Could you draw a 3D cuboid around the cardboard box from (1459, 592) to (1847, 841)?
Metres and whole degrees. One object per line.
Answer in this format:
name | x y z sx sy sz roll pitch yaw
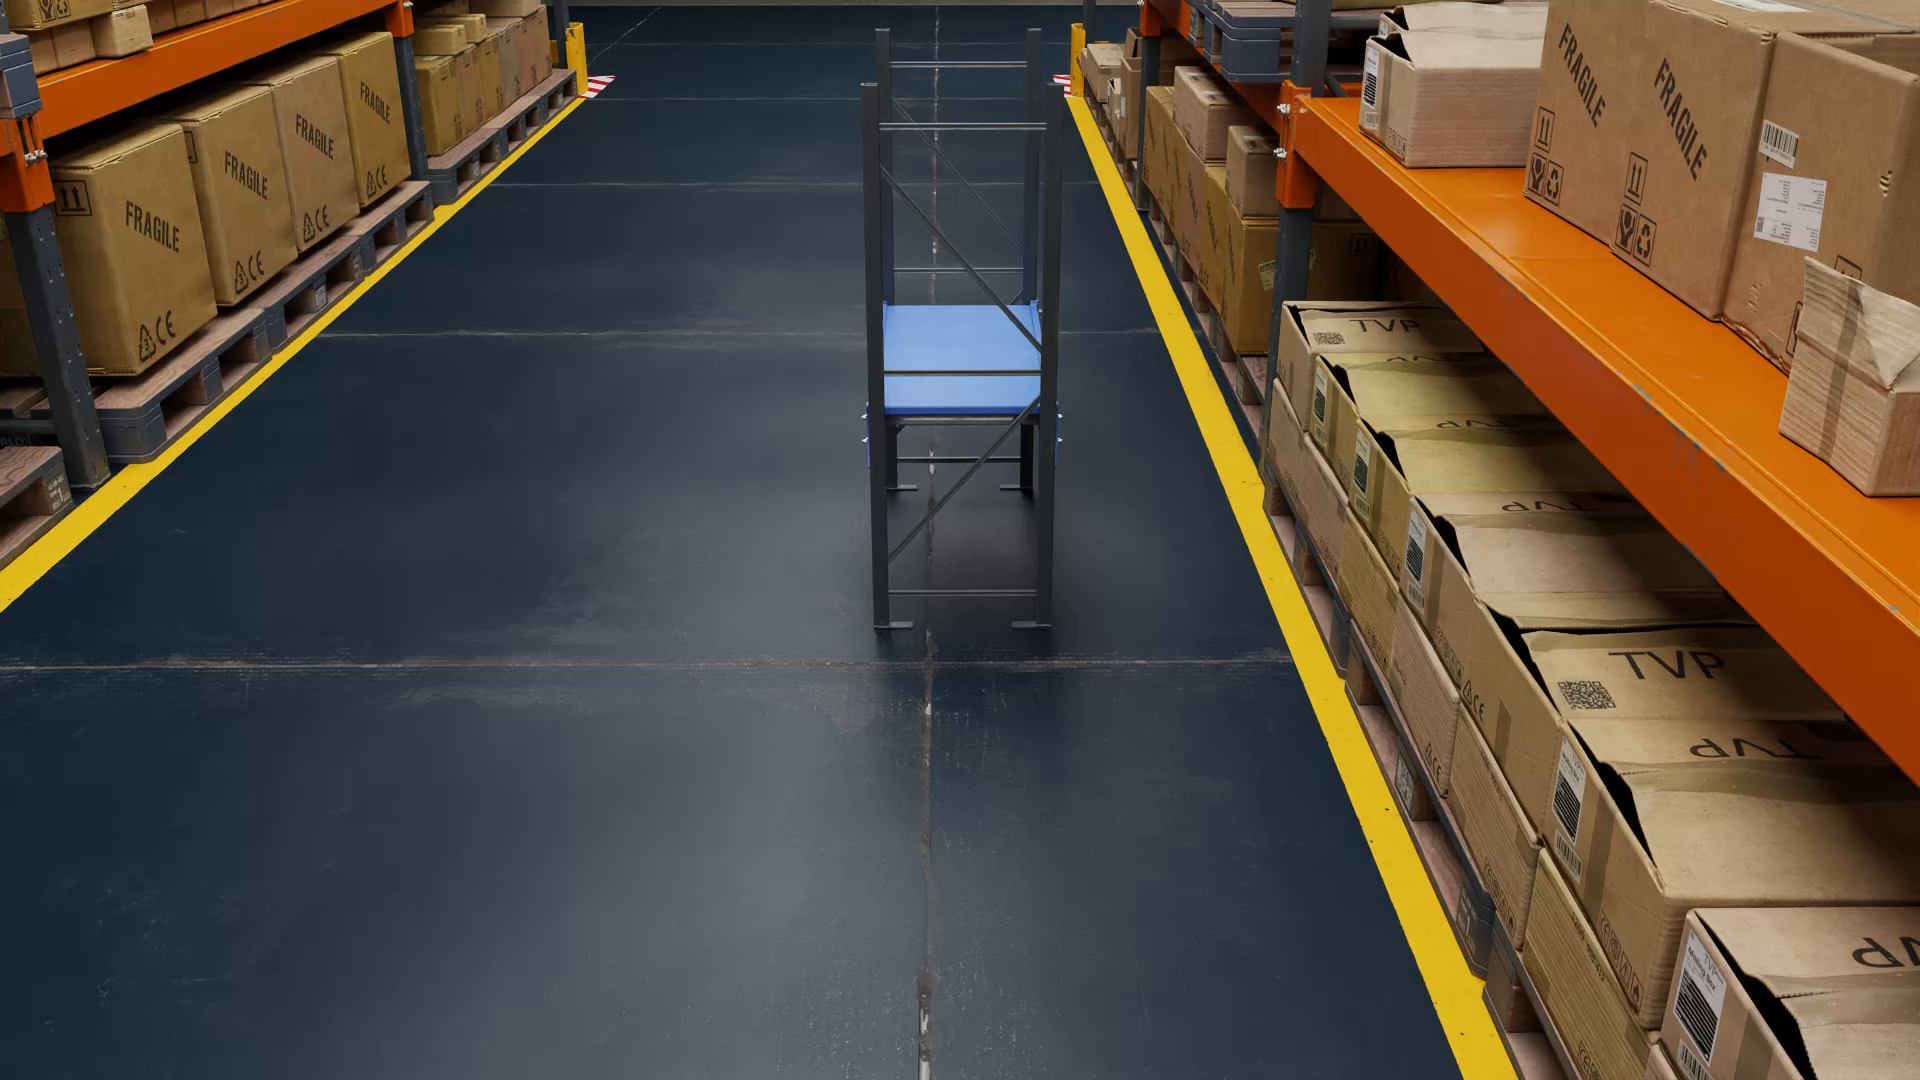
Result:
cardboard box | 1.272 0.291 3.113 0.500 0.311 0.500 0 24 -1

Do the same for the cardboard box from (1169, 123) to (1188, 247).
cardboard box | 1.268 -1.661 7.783 0.500 0.500 0.500 0 24 0

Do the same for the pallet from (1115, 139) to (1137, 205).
pallet | 1.485 -2.238 9.943 1.003 0.211 1.213 0 24 -1

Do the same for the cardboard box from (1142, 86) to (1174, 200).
cardboard box | 1.253 -2.087 8.724 0.500 0.500 0.500 -1 24 -3

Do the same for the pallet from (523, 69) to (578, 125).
pallet | -3.419 -3.251 12.182 1.003 0.211 1.213 0 24 -1

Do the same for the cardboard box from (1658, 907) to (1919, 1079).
cardboard box | 1.288 0.711 2.185 0.500 0.311 0.500 0 24 -1

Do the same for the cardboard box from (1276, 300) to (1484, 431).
cardboard box | 1.247 -0.555 4.983 0.500 0.311 0.500 1 24 1

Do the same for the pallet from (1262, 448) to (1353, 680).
pallet | 1.505 0.032 4.923 1.003 0.211 1.213 0 24 -1

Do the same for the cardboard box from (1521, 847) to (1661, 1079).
cardboard box | 1.280 0.754 2.770 0.500 0.250 0.500 -1 24 -1

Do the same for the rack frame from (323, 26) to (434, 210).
rack frame | -3.462 -3.202 8.690 1.000 3.000 0.127 0 24 -1

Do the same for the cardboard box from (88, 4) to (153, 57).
cardboard box | -3.103 -1.799 5.868 0.380 0.149 0.250 0 24 1

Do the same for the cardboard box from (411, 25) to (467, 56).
cardboard box | -3.189 -3.001 9.981 0.380 0.149 0.250 1 24 1

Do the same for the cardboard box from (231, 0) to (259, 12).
cardboard box | -3.214 -2.326 7.033 0.380 0.149 0.250 0 24 1

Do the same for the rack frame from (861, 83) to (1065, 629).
rack frame | 0.006 -0.439 4.400 0.500 1.500 0.032 0 24 -1

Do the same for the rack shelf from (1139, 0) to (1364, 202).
rack shelf | 1.513 -2.074 7.069 1.077 0.370 4.000 0 24 -1

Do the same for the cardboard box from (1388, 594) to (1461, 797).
cardboard box | 1.270 0.333 3.700 0.500 0.250 0.500 0 24 1

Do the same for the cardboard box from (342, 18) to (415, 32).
cardboard box | -3.576 -3.124 10.254 0.380 0.149 0.250 -1 24 -2

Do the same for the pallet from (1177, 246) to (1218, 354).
pallet | 1.554 -1.116 7.463 1.003 0.211 1.213 0 24 -1

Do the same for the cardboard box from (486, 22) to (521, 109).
cardboard box | -3.386 -3.201 11.212 0.700 0.500 0.500 -1 24 -2

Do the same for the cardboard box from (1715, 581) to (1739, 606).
cardboard box | 1.805 0.072 3.598 0.500 0.311 0.500 0 24 1

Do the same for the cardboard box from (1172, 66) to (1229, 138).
cardboard box | 1.264 -2.017 7.659 0.500 0.250 0.500 0 24 0

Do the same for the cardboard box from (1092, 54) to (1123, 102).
cardboard box | 1.181 -3.185 11.454 0.500 0.250 0.500 0 24 -1

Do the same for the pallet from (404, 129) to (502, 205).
pallet | -3.392 -2.245 9.958 1.003 0.211 1.213 0 24 -1

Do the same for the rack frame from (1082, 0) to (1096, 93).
rack frame | 1.448 -4.874 12.387 1.000 3.000 0.127 0 24 -1

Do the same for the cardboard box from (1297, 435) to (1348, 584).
cardboard box | 1.253 -0.092 4.641 0.500 0.250 0.500 -1 24 -2

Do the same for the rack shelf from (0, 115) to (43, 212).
rack shelf | -3.397 -0.402 3.372 1.077 0.370 4.000 0 24 -1

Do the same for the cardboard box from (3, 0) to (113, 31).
cardboard box | -3.168 -1.945 5.405 0.500 0.500 0.500 0 24 1

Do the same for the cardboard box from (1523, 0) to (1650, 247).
cardboard box | 1.570 -0.932 3.549 0.500 0.500 0.500 -2 24 -3

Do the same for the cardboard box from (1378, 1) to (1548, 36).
cardboard box | 1.495 -1.387 4.785 0.500 0.311 0.500 1 24 3

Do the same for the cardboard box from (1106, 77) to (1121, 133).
cardboard box | 1.193 -2.744 10.406 0.500 0.311 0.500 0 24 -1

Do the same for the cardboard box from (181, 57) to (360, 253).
cardboard box | -3.312 -1.781 7.646 0.750 0.750 0.750 0 24 1

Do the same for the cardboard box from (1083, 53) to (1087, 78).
cardboard box | 1.111 -3.507 12.268 0.380 0.166 0.250 0 24 -1

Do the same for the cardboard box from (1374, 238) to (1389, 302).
cardboard box | 1.804 -1.044 6.417 0.500 0.500 0.500 -1 24 -2

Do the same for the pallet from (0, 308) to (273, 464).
pallet | -3.352 -0.609 6.340 1.003 0.211 1.213 0 24 -1

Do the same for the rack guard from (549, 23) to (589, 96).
rack guard | -3.506 -3.721 12.872 1.175 0.500 0.348 0 24 -1

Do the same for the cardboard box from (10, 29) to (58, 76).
cardboard box | -3.190 -1.585 5.396 0.380 0.149 0.250 -1 24 -1

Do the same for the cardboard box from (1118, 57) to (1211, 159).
cardboard box | 1.201 -2.521 9.684 0.500 0.500 0.500 0 24 -1

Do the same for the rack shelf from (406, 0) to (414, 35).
rack shelf | -3.484 -3.699 10.661 1.077 0.370 4.000 0 24 -1

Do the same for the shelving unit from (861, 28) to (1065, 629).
shelving unit | 0.001 -0.648 4.863 0.538 1.500 1.048 0 24 -1

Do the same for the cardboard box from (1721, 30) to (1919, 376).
cardboard box | 1.581 -0.509 2.613 0.500 0.500 0.500 1 24 3

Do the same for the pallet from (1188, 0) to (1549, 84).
pallet | 1.457 -1.769 5.755 1.213 0.211 1.003 0 24 -1

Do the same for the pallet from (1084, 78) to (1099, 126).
pallet | 1.458 -3.244 12.166 1.003 0.211 1.213 0 24 -1

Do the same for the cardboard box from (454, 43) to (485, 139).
cardboard box | -3.370 -2.770 10.259 0.700 0.500 0.500 0 24 -1

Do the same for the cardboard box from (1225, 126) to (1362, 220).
cardboard box | 1.285 -1.388 6.269 0.500 0.250 0.500 1 24 1

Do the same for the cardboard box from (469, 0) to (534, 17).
cardboard box | -3.211 -3.753 11.645 0.380 0.149 0.250 0 24 1

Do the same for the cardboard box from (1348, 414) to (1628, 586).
cardboard box | 1.264 -0.128 4.040 0.500 0.311 0.500 -1 24 -2

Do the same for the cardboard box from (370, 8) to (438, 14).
cardboard box | -3.582 -3.334 10.719 0.380 0.149 0.250 -1 24 -2

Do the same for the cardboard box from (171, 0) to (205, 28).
cardboard box | -3.232 -2.115 6.568 0.380 0.149 0.250 0 24 0

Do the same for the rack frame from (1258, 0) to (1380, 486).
rack frame | 1.535 -1.578 5.099 1.000 3.000 0.127 0 24 -1

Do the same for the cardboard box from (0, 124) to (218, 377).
cardboard box | -3.295 -1.069 6.074 0.750 0.750 0.750 -1 24 -1

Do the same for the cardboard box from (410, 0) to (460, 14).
cardboard box | -3.587 -3.544 11.183 0.380 0.149 0.250 0 24 0

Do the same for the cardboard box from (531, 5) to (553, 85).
cardboard box | -3.398 -3.615 12.126 0.700 0.500 0.500 0 24 -1

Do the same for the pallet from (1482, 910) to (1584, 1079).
pallet | 1.532 1.038 2.700 1.003 0.211 1.213 0 24 -1

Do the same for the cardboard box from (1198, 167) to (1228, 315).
cardboard box | 1.285 -1.237 6.844 0.500 0.500 0.500 -1 24 -2

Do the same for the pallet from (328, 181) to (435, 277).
pallet | -3.378 -1.614 8.563 1.003 0.211 1.213 0 24 -1

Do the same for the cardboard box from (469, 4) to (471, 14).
cardboard box | -3.593 -3.752 11.643 0.380 0.149 0.250 0 24 0
